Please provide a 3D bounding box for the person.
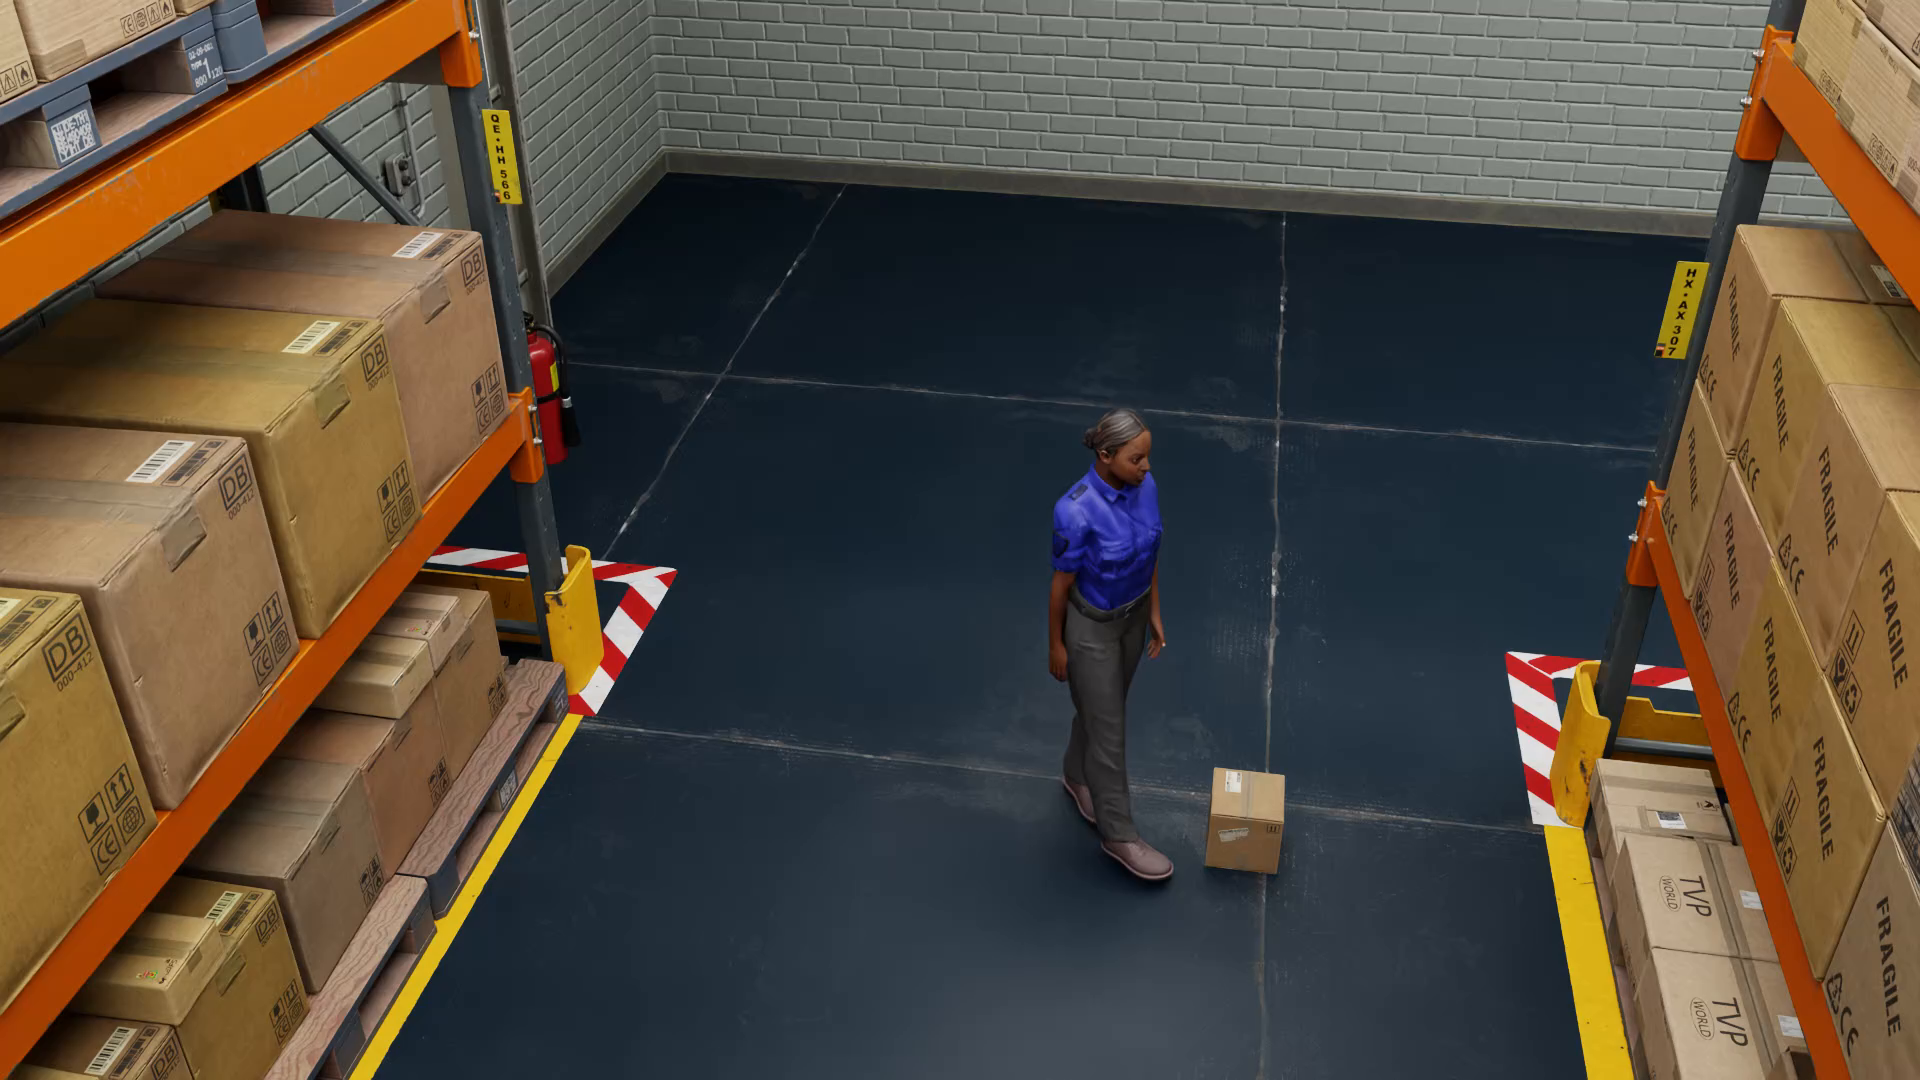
[{"bbox_3d":[0.594,0.341,5.593,0.630,1.649,0.437,28,42,36],"label":"person"}]
